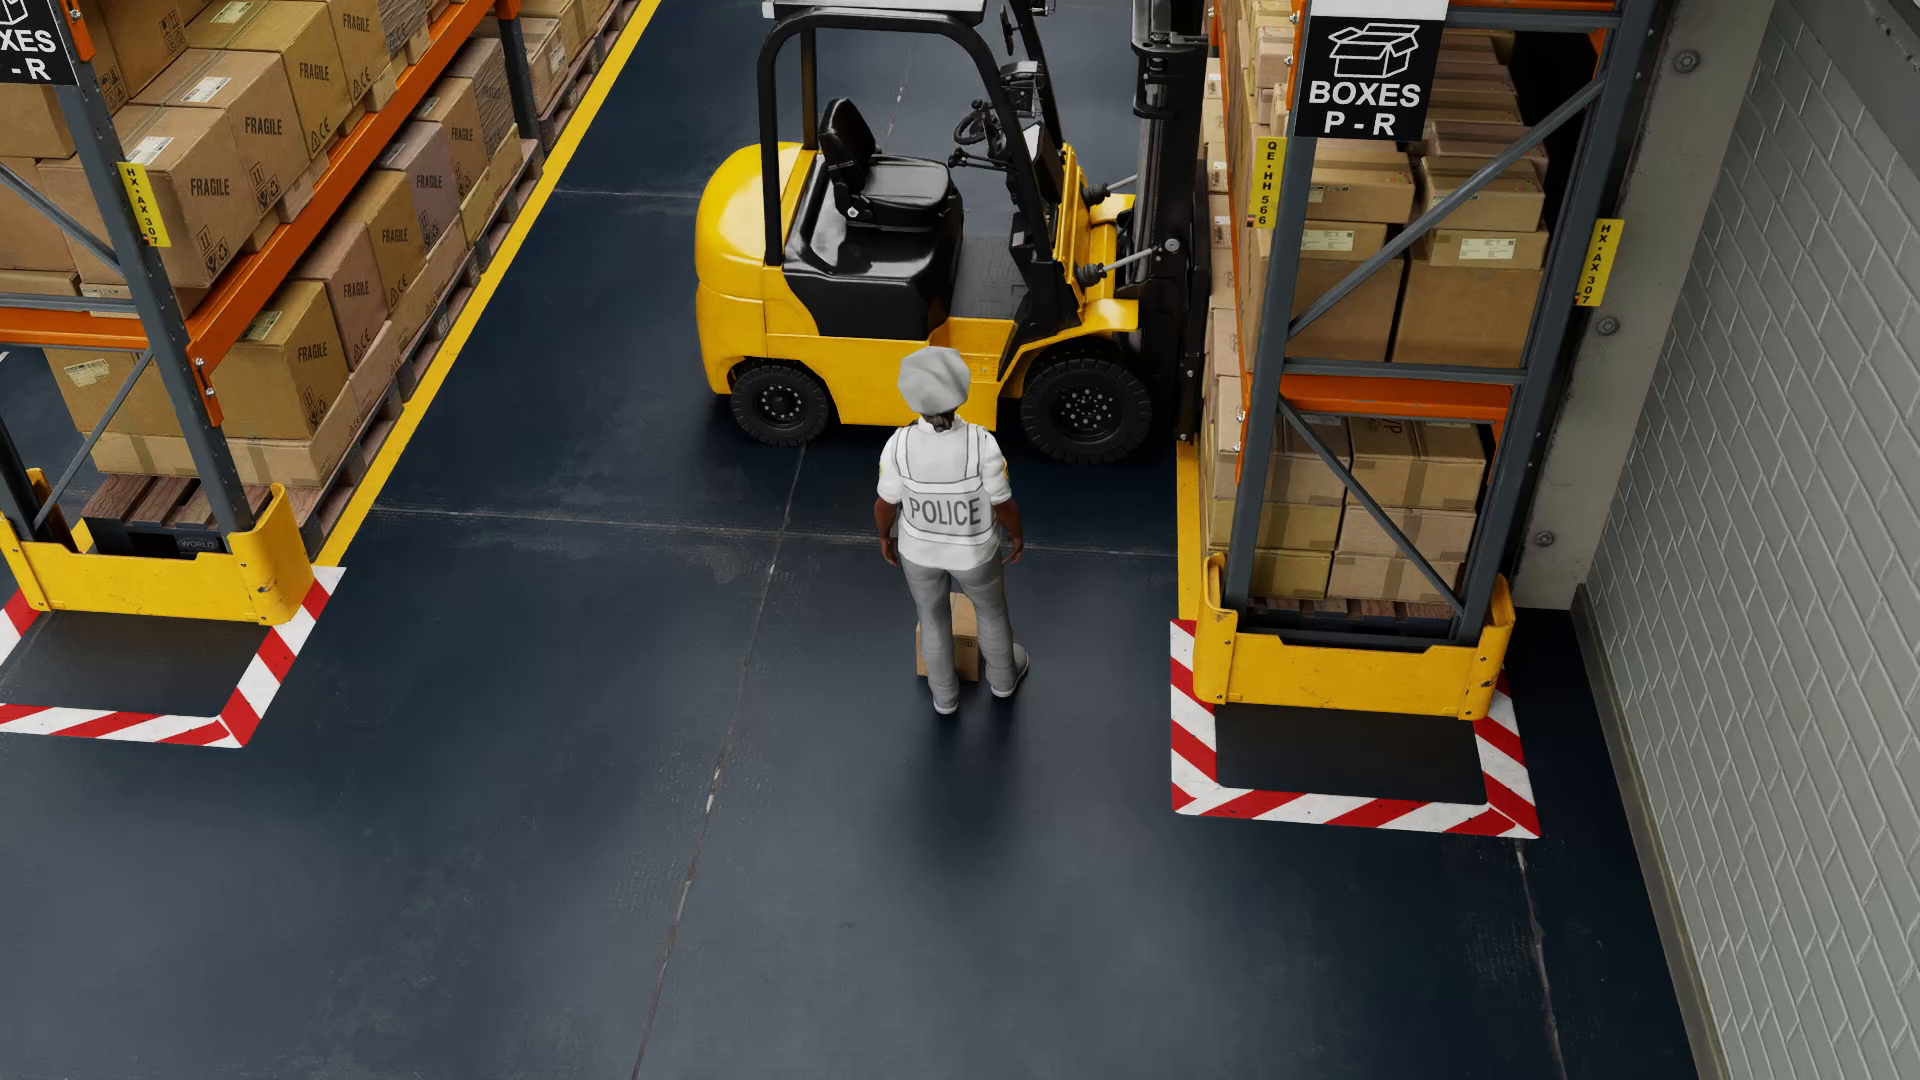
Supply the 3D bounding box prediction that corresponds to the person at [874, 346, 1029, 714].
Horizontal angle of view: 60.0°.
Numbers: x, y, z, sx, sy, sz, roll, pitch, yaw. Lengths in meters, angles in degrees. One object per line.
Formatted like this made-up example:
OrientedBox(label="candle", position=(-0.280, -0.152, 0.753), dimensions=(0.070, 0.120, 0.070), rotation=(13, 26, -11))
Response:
OrientedBox(label="person", position=(-0.018, -0.028, 6.158), dimensions=(0.569, 1.684, 0.529), rotation=(3, 40, 4))
